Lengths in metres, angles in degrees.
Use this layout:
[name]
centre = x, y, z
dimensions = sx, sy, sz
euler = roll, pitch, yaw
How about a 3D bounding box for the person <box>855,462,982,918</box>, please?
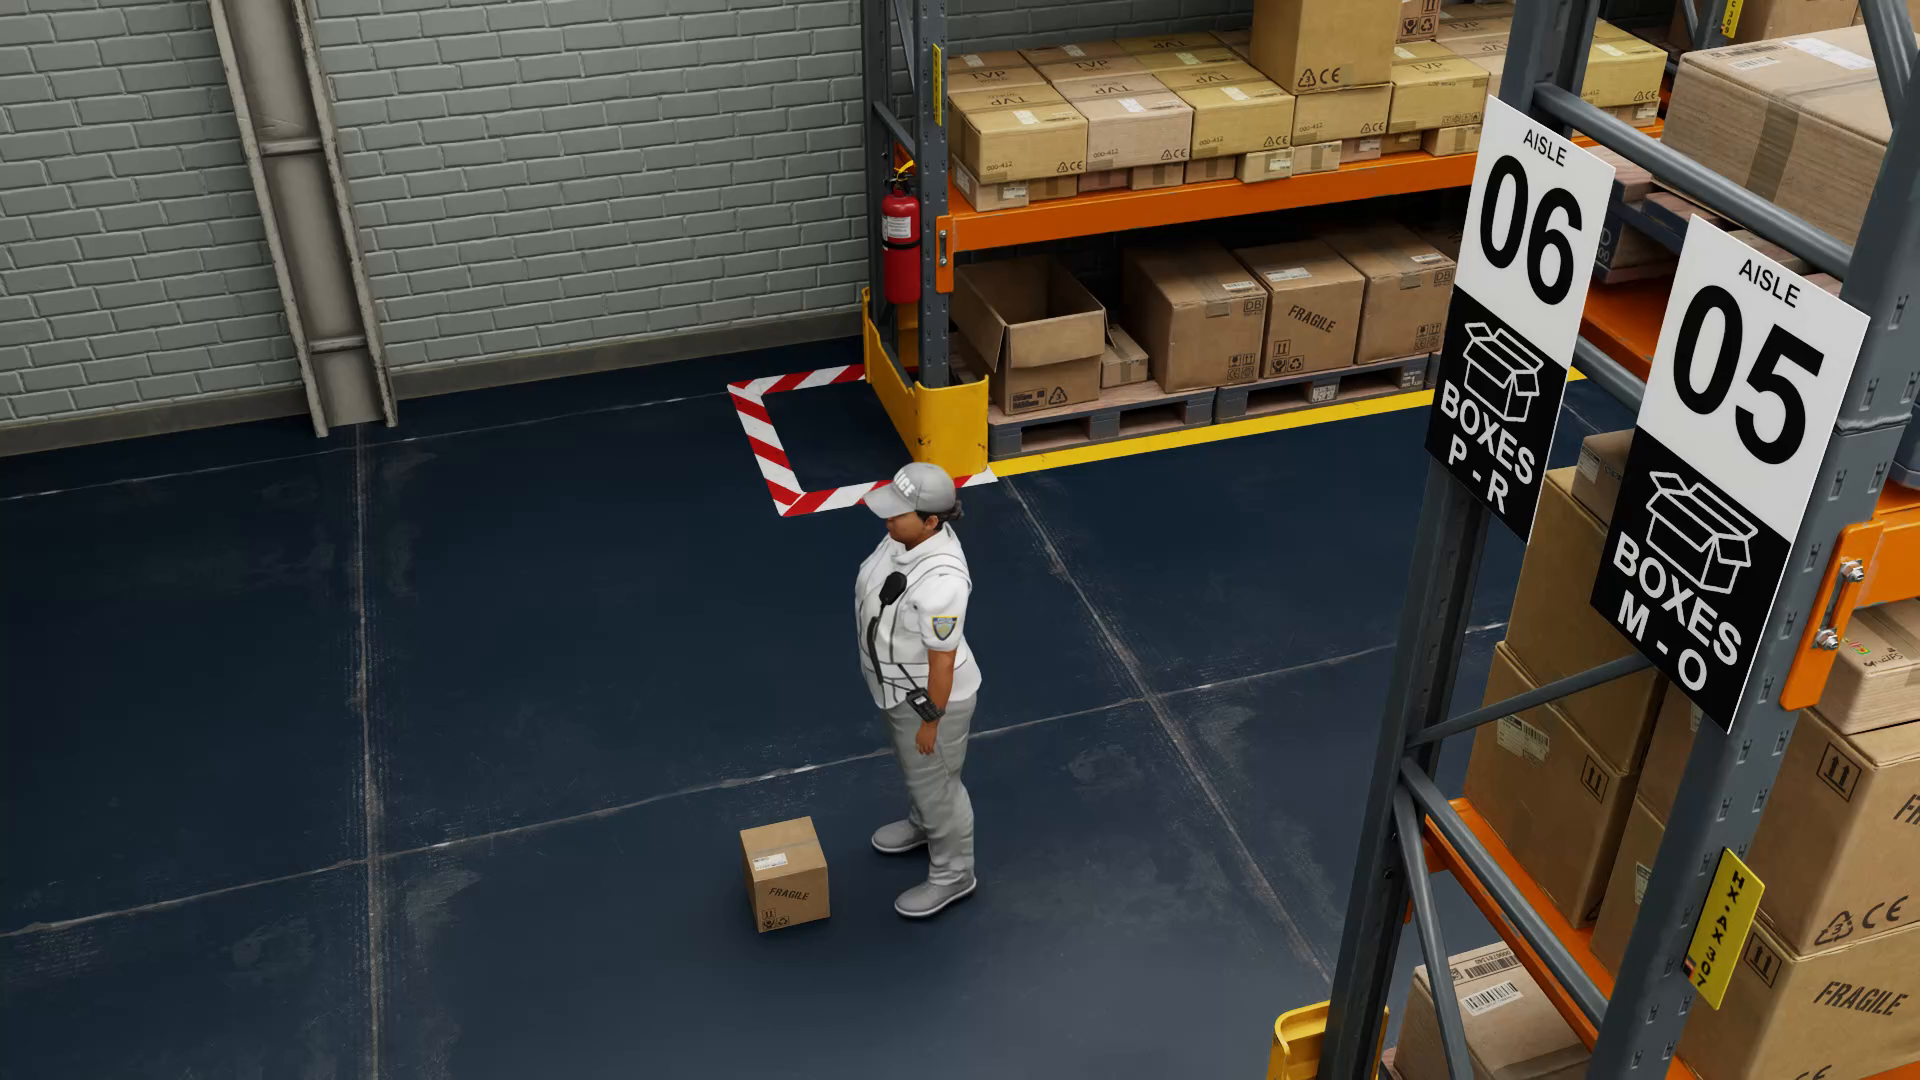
[person]
centre = -0.139, 0.476, 5.415
dimensions = 0.386, 1.670, 0.468
euler = -9, 35, -13
